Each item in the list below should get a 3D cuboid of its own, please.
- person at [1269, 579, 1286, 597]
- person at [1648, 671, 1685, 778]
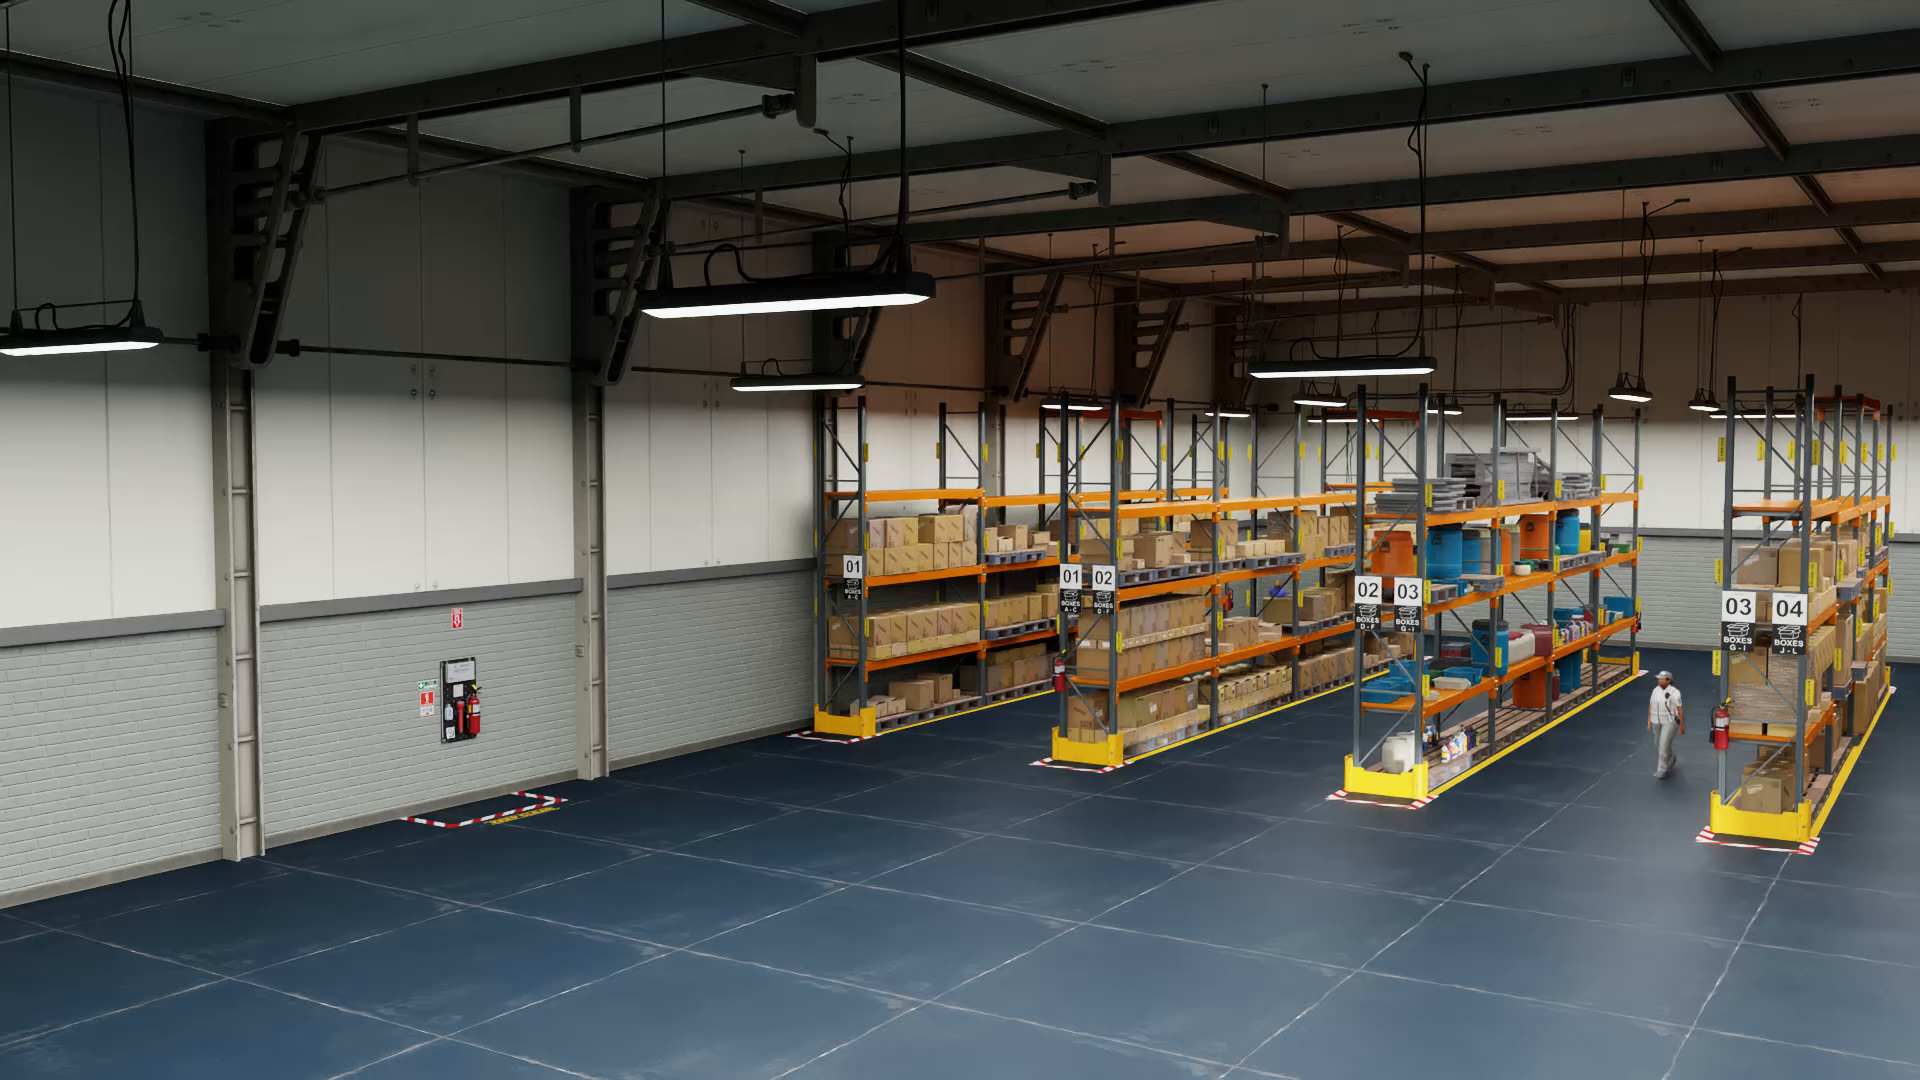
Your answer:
[{"bbox_3d":[8.485,1.856,44.401,0.469,1.585,1.018,1,3,18],"label":"person"},{"bbox_3d":[10.952,2.828,25.778,0.996,1.608,0.535,-2,4,-40],"label":"person"}]
